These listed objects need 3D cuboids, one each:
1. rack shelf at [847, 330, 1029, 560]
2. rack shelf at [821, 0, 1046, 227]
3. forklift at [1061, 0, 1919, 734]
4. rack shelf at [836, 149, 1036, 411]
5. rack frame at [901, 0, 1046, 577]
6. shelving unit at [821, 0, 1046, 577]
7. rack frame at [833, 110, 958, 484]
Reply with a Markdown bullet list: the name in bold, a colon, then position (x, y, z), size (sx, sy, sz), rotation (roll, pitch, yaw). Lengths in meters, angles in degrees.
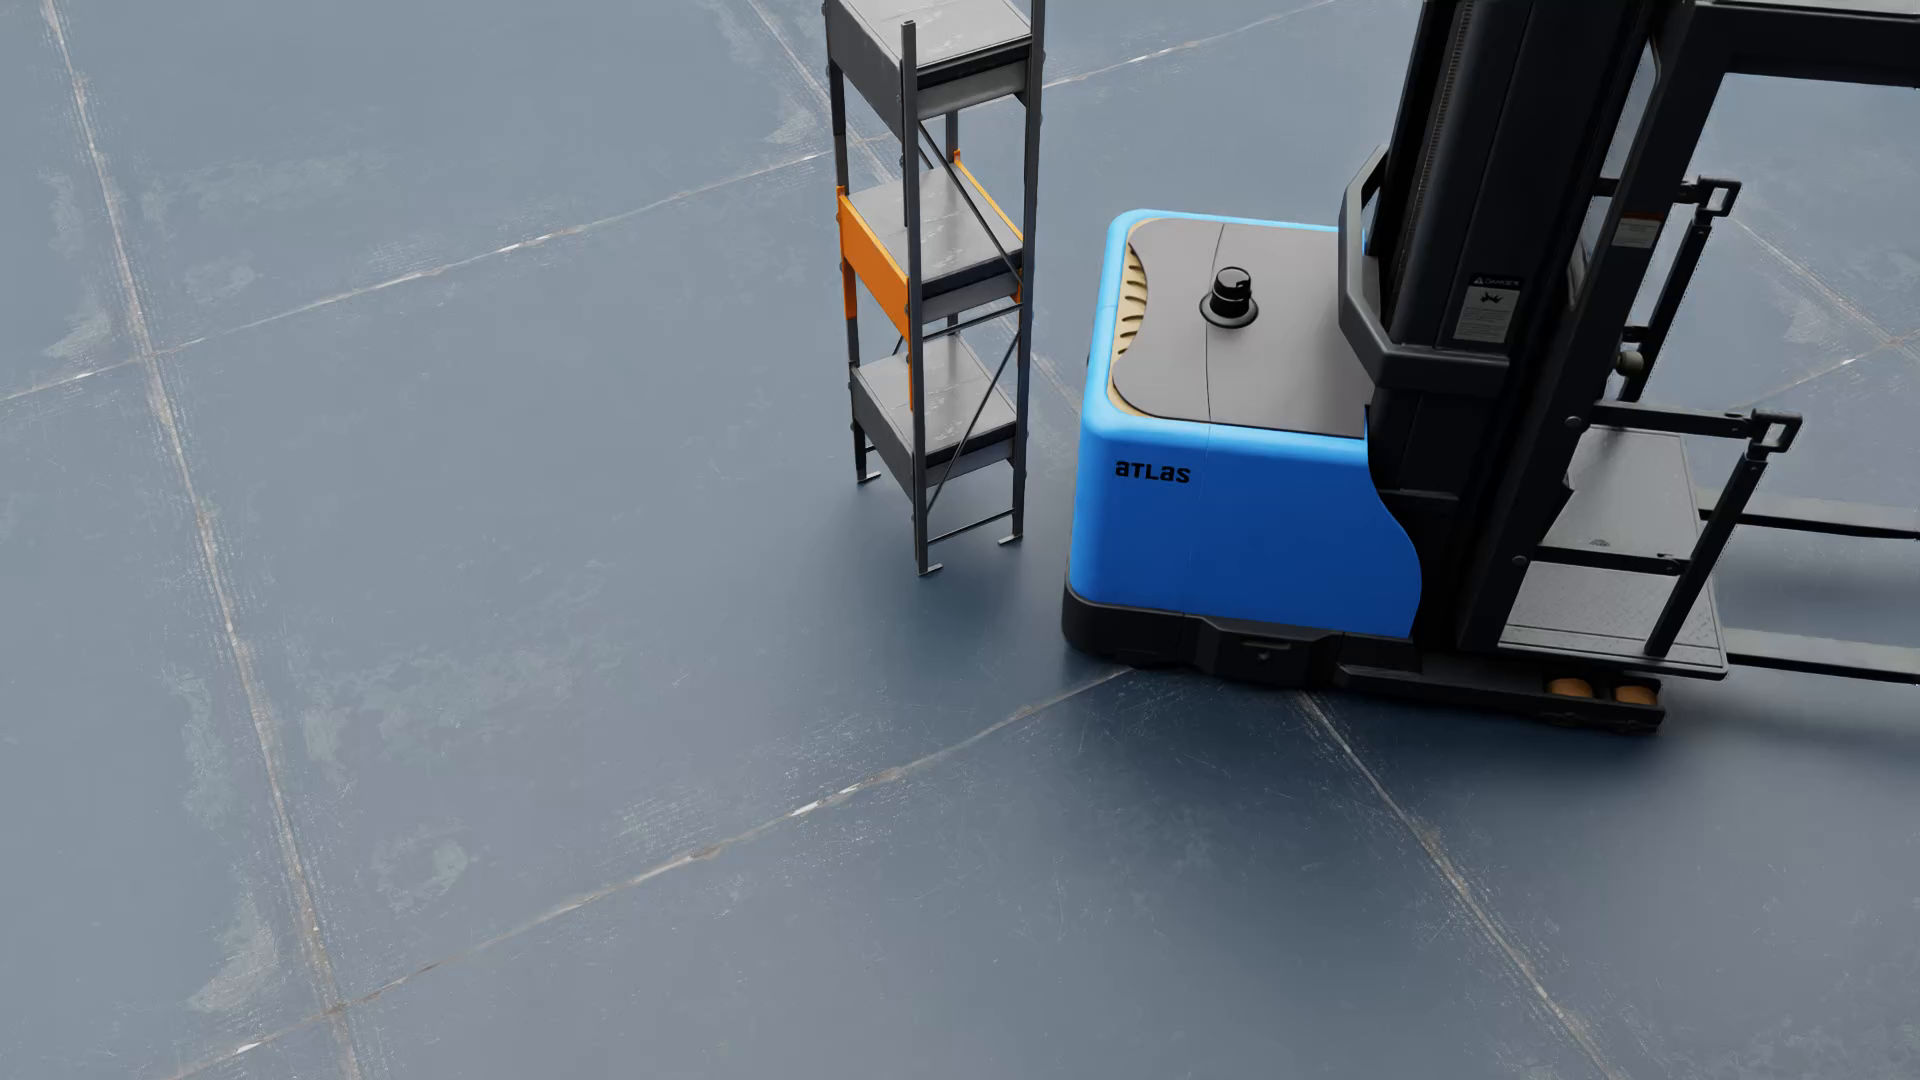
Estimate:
- **rack shelf**: position (-0.076, -0.332, 5.594), size (0.431, 0.518, 0.480), rotation (-21, 52, -18)
- **rack shelf**: position (-0.076, -1.254, 4.540), size (0.431, 0.518, 0.480), rotation (-21, 52, -18)
- **forklift**: position (1.891, -0.789, 4.493), size (3.031, 2.935, 1.130), rotation (6, 49, 6)
- **rack shelf**: position (-0.076, -0.793, 5.067), size (0.431, 0.518, 0.480), rotation (-21, 52, -18)
- **rack frame**: position (0.036, -0.639, 4.914), size (0.400, 2.100, 0.015), rotation (-21, 52, -18)
- **shelving unit**: position (-0.076, -0.802, 5.057), size (0.431, 2.100, 0.503), rotation (-21, 52, -18)
- **rack frame**: position (-0.187, -0.965, 5.199), size (0.400, 2.100, 0.015), rotation (-21, 52, -18)
